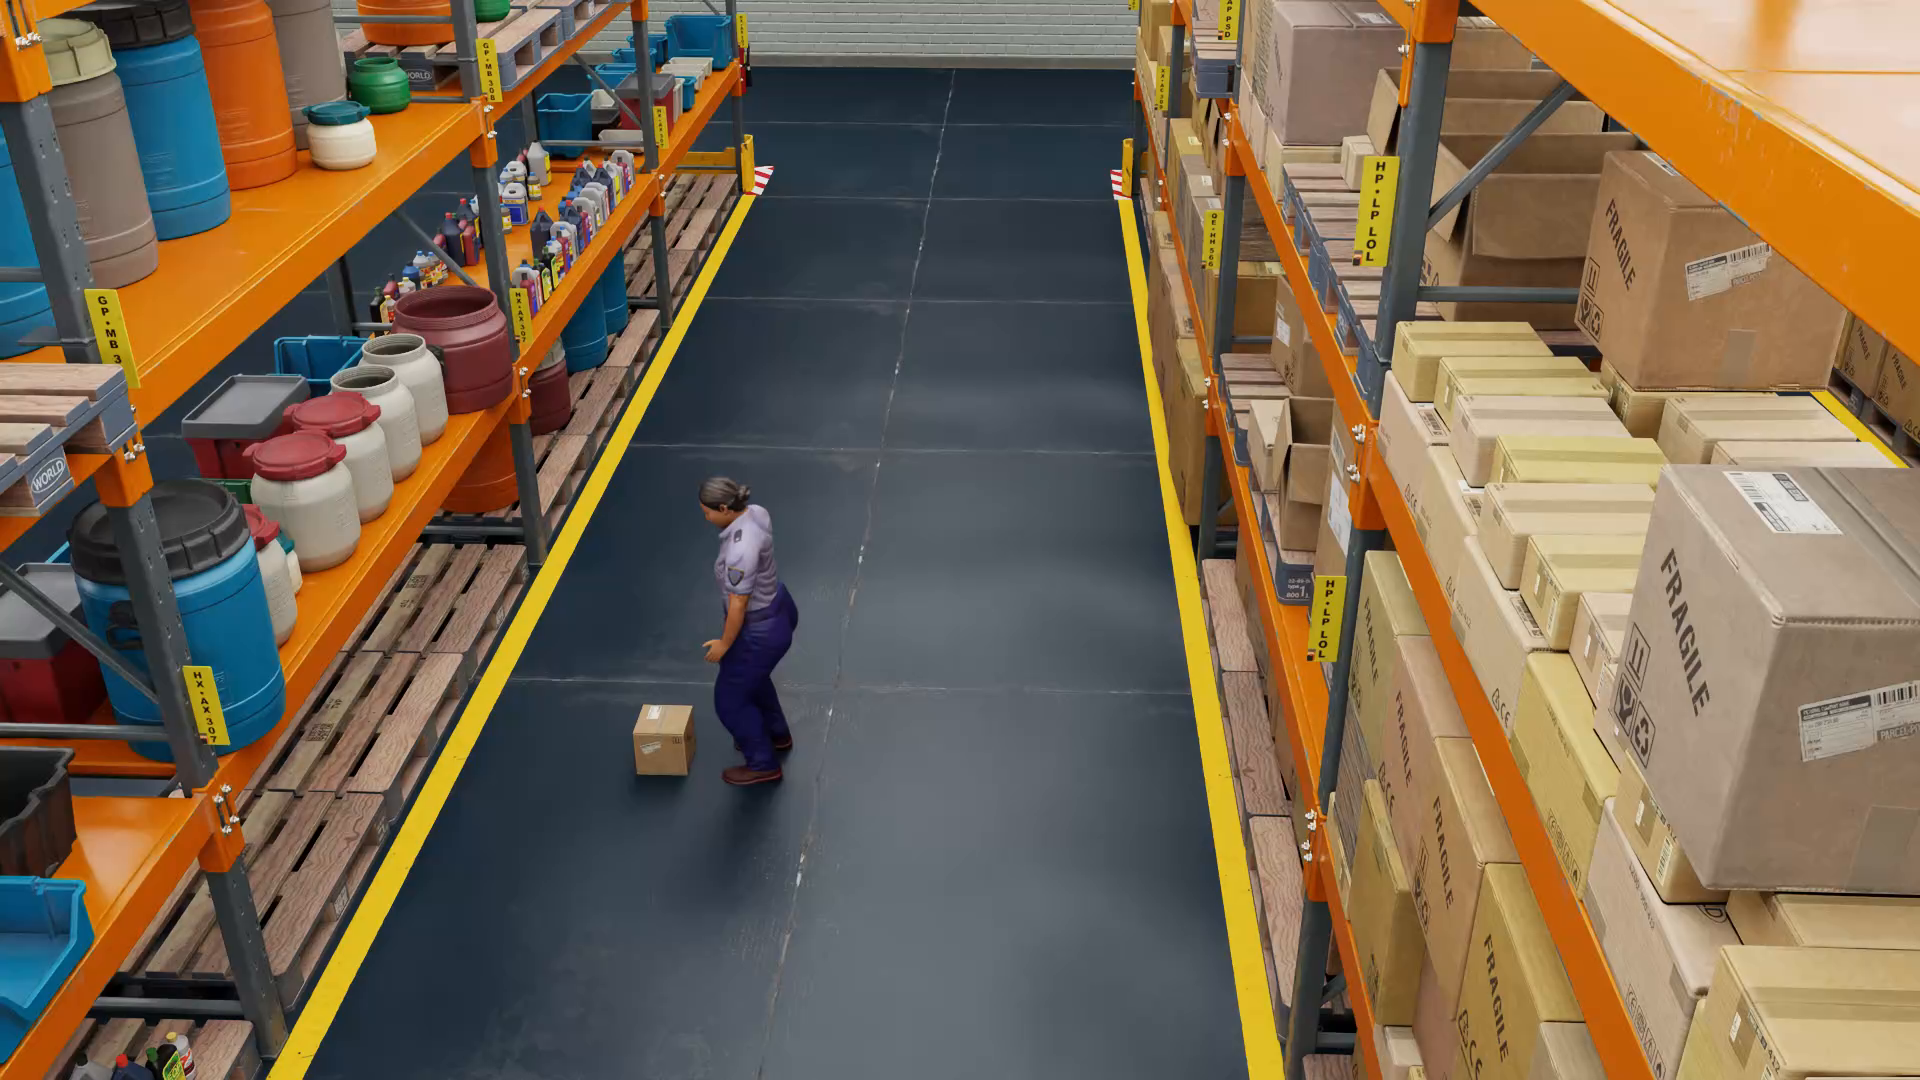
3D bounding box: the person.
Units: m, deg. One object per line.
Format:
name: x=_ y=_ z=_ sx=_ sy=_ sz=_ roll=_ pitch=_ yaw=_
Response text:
person: x=-0.992 y=0.429 z=7.915 sx=0.426 sy=1.587 sz=0.504 roll=2 pitch=28 yaw=3
